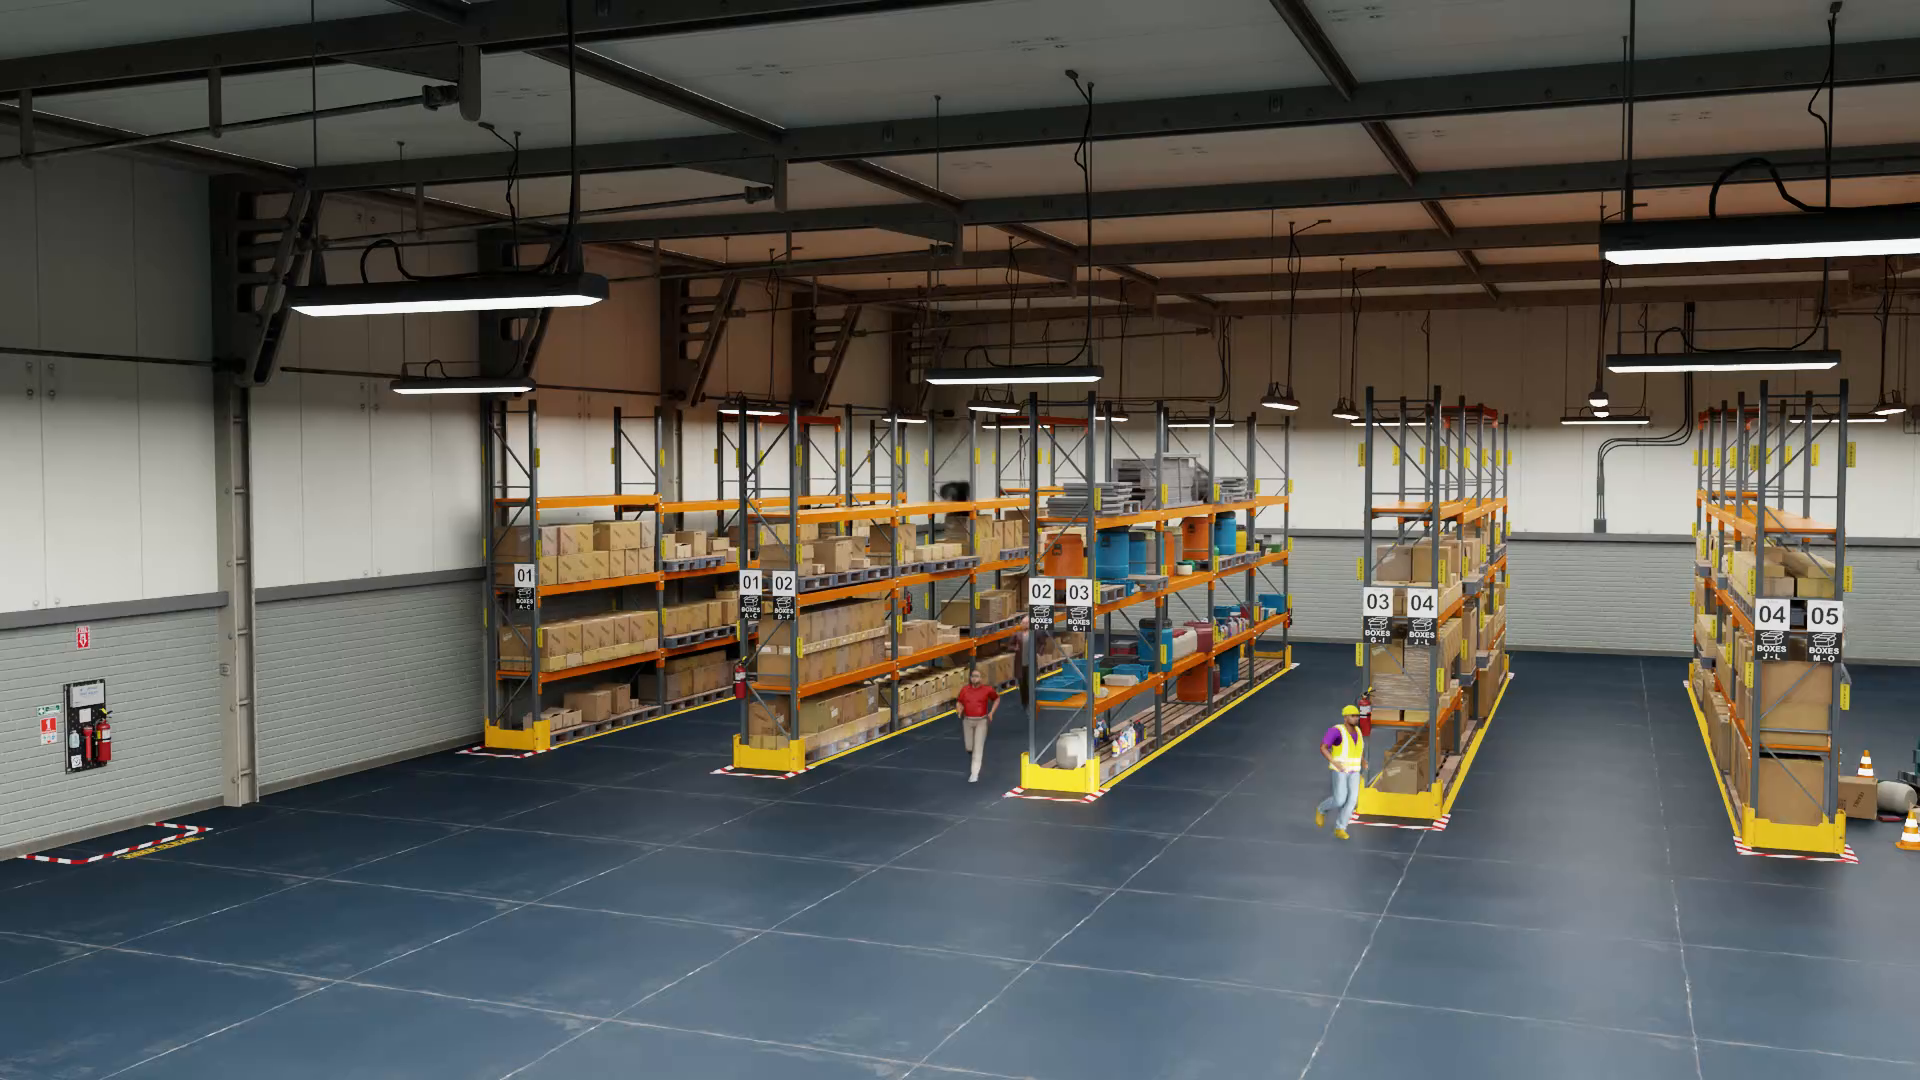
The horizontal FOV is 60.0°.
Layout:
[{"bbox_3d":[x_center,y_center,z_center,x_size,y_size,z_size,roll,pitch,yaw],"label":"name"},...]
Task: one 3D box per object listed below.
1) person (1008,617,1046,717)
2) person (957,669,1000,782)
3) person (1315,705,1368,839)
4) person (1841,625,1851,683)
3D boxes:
[{"bbox_3d":[1.230,2.358,31.022,0.685,1.824,0.773,1,3,11],"label":"person"},{"bbox_3d":[0.275,2.892,26.051,0.671,1.733,0.831,1,3,14],"label":"person"},{"bbox_3d":[5.103,3.052,22.145,0.746,1.725,0.696,-1,3,-27],"label":"person"},{"bbox_3d":[19.203,2.293,36.707,0.847,1.732,0.697,2,3,34],"label":"person"}]
